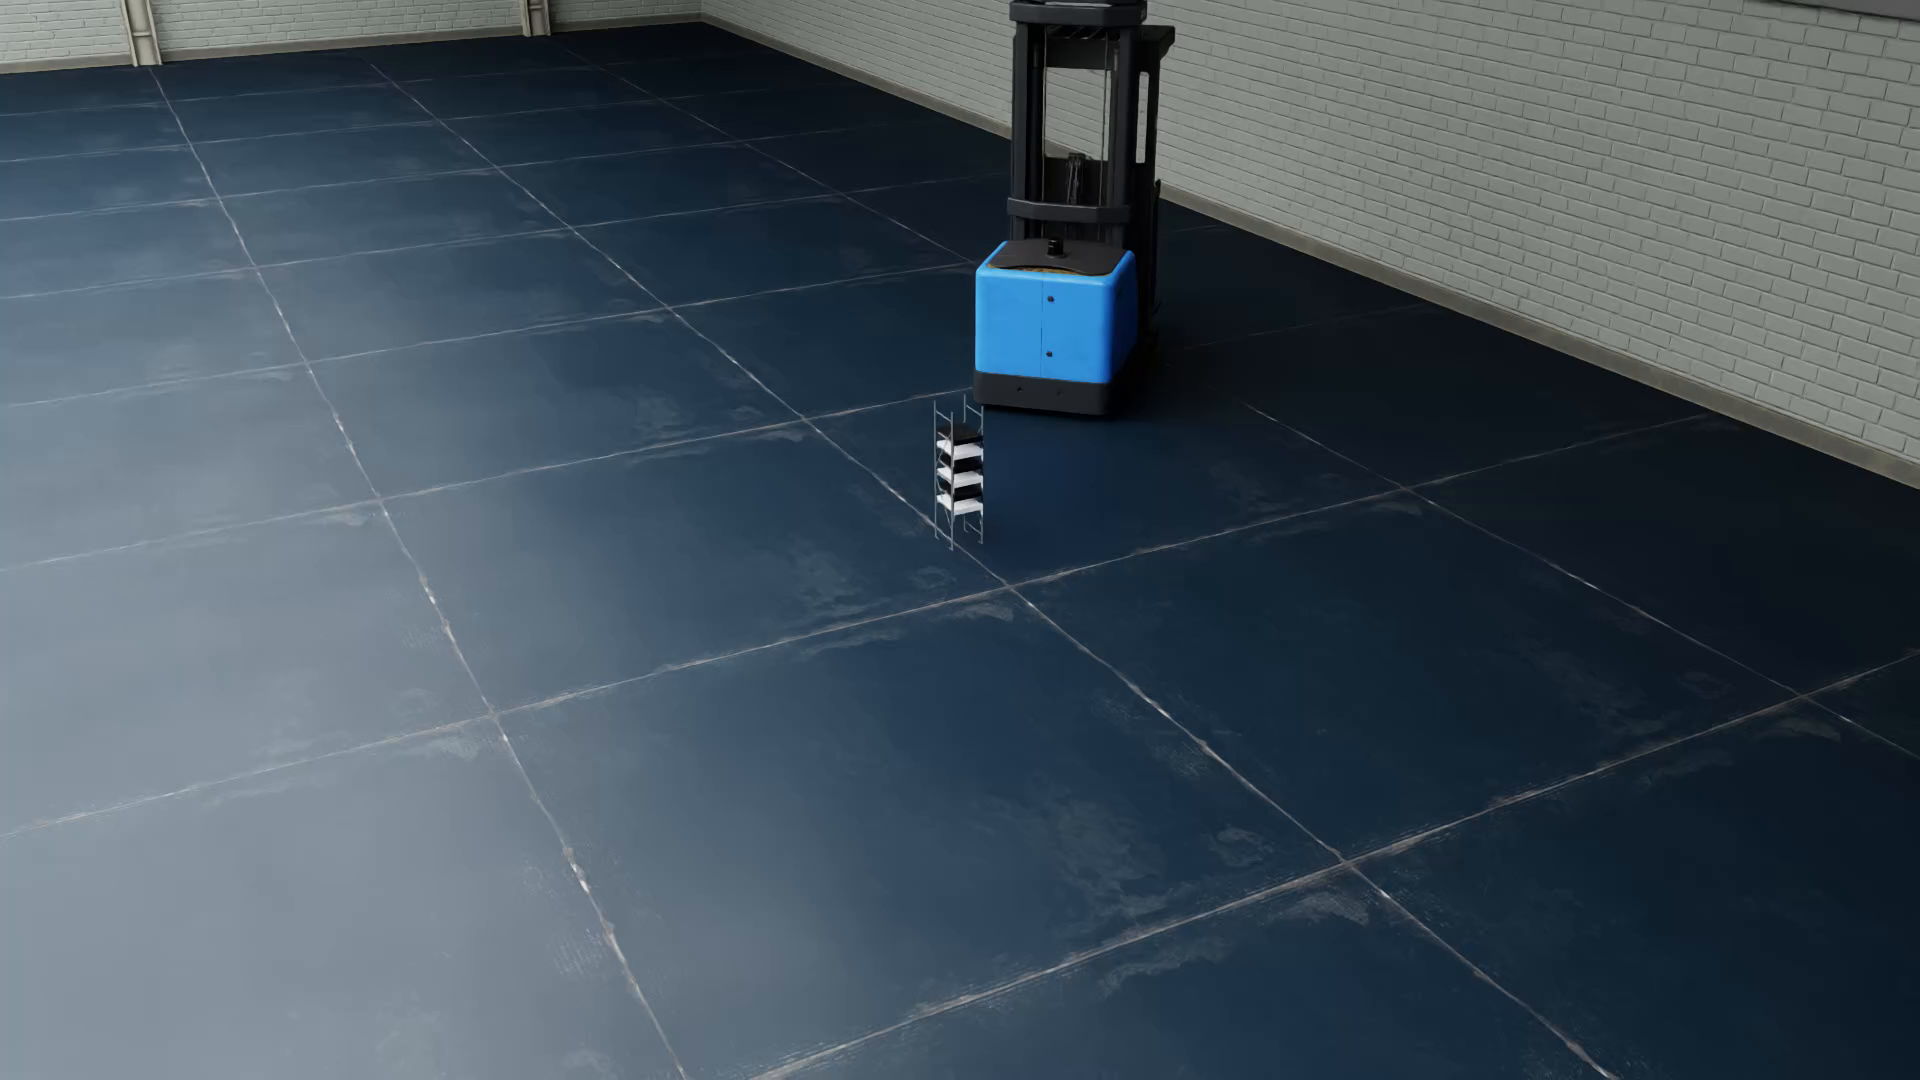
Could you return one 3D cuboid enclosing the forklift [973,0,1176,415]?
[{"bbox_3d":[0.991,-2.833,12.764,1.130,2.935,3.031,7,27,14],"label":"forklift"}]

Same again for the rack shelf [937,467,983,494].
[{"bbox_3d":[-0.007,-0.374,10.066,0.200,0.077,0.258,-13,29,-25],"label":"rack shelf"}]

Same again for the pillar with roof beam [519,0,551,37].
[{"bbox_3d":[-5.075,-10.893,22.542,0.400,9.000,9.100,-13,29,-25],"label":"pillar with roof beam"}]

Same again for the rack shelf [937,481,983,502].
[{"bbox_3d":[-0.007,-0.293,10.105,0.200,0.077,0.258,-13,29,-25],"label":"rack shelf"}]

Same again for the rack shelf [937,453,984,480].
[{"bbox_3d":[-0.007,-0.455,10.027,0.200,0.077,0.258,-13,29,-25],"label":"rack shelf"}]

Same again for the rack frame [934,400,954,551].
[{"bbox_3d":[-0.097,-0.383,10.009,0.006,0.900,0.240,-13,29,-25],"label":"rack frame"}]

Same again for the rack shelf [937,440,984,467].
[{"bbox_3d":[-0.007,-0.536,9.988,0.200,0.077,0.258,-13,29,-25],"label":"rack shelf"}]

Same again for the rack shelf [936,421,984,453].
[{"bbox_3d":[-0.007,-0.617,9.949,0.200,0.077,0.258,-13,29,-25],"label":"rack shelf"}]

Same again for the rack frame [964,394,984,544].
[{"bbox_3d":[0.083,-0.425,10.095,0.006,0.900,0.240,-13,29,-25],"label":"rack frame"}]

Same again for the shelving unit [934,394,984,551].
[{"bbox_3d":[-0.007,-0.404,10.052,0.210,0.900,0.258,-13,29,-25],"label":"shelving unit"}]

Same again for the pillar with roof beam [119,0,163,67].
[{"bbox_3d":[-10.369,-9.671,19.997,0.400,9.000,9.100,-13,29,-25],"label":"pillar with roof beam"}]

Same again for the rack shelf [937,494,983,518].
[{"bbox_3d":[-0.007,-0.212,10.144,0.200,0.077,0.258,-13,29,-25],"label":"rack shelf"}]
